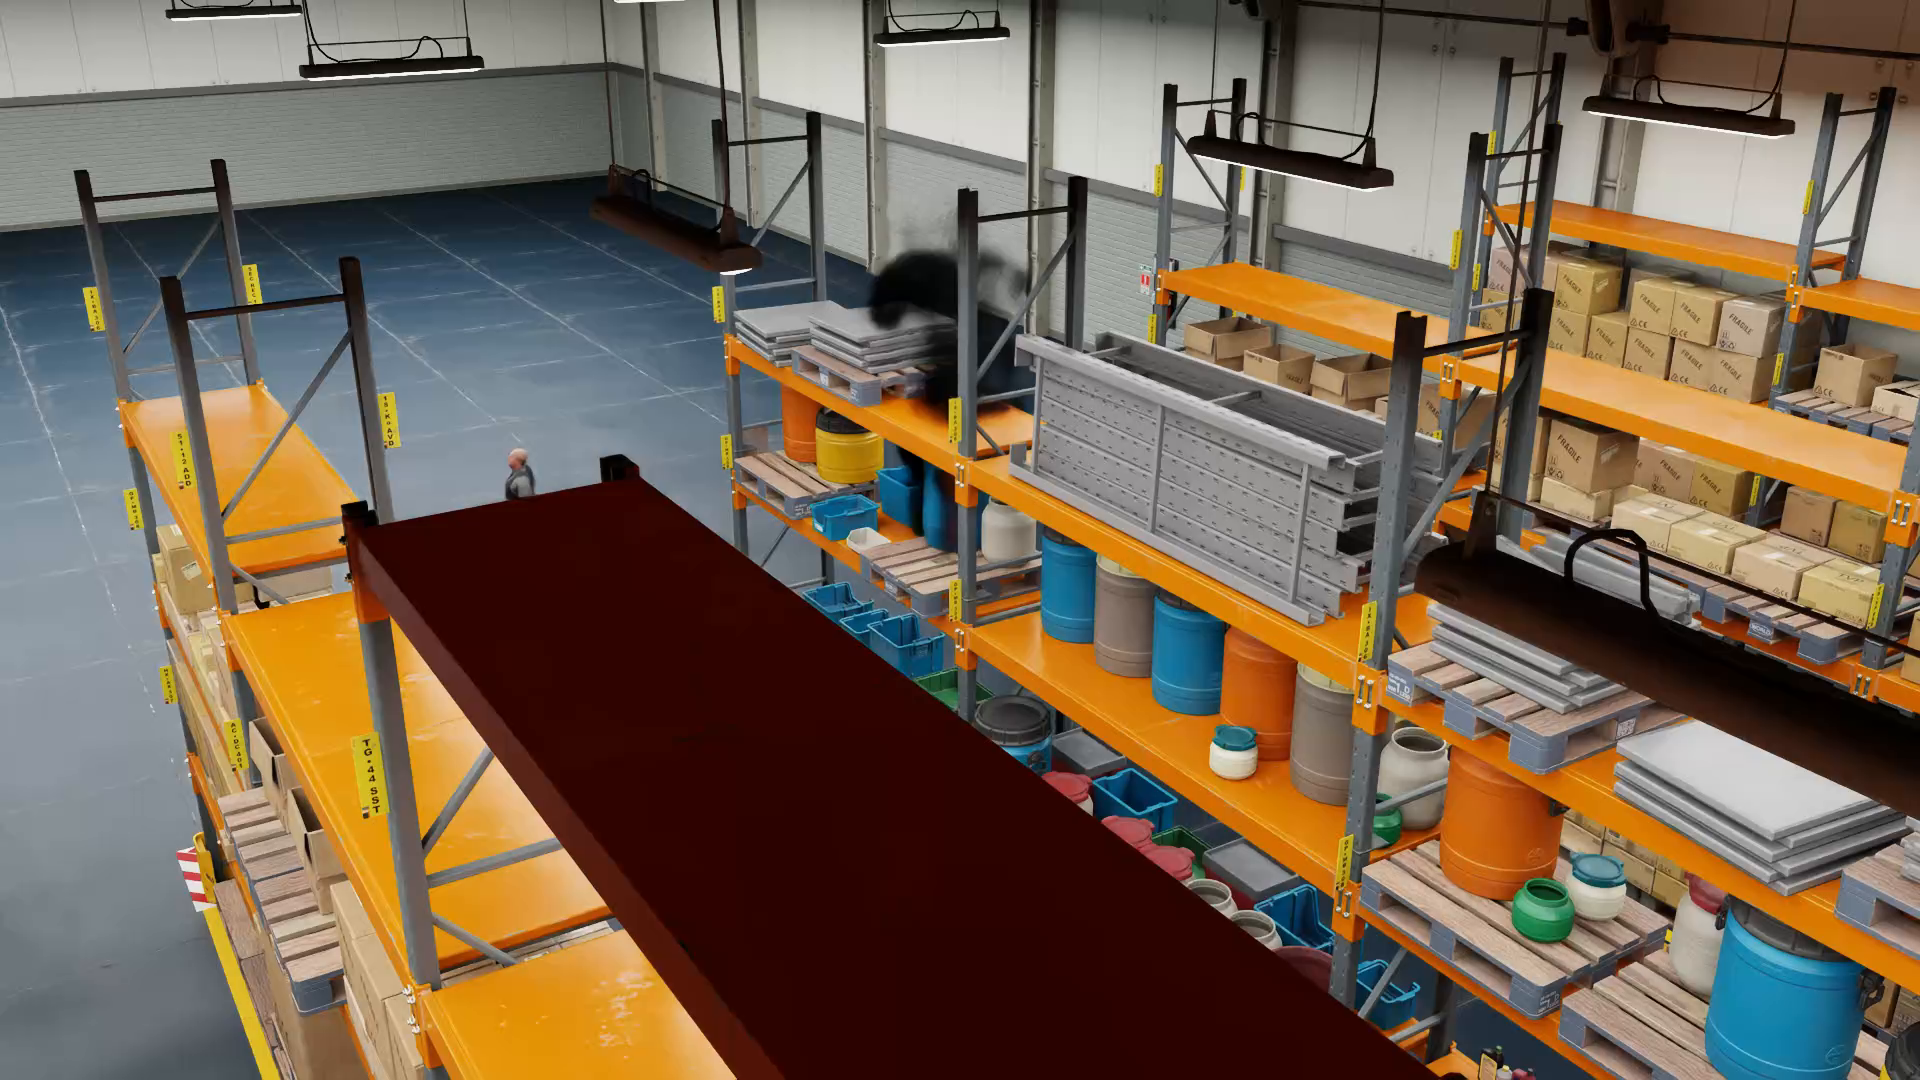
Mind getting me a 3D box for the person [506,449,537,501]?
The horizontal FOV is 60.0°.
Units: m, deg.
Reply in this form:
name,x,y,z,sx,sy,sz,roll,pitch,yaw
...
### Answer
name,x,y,z,sx,sy,sz,roll,pitch,yaw
person,-5.223,-0.295,19.901,0.581,1.676,0.662,-5,22,-12
